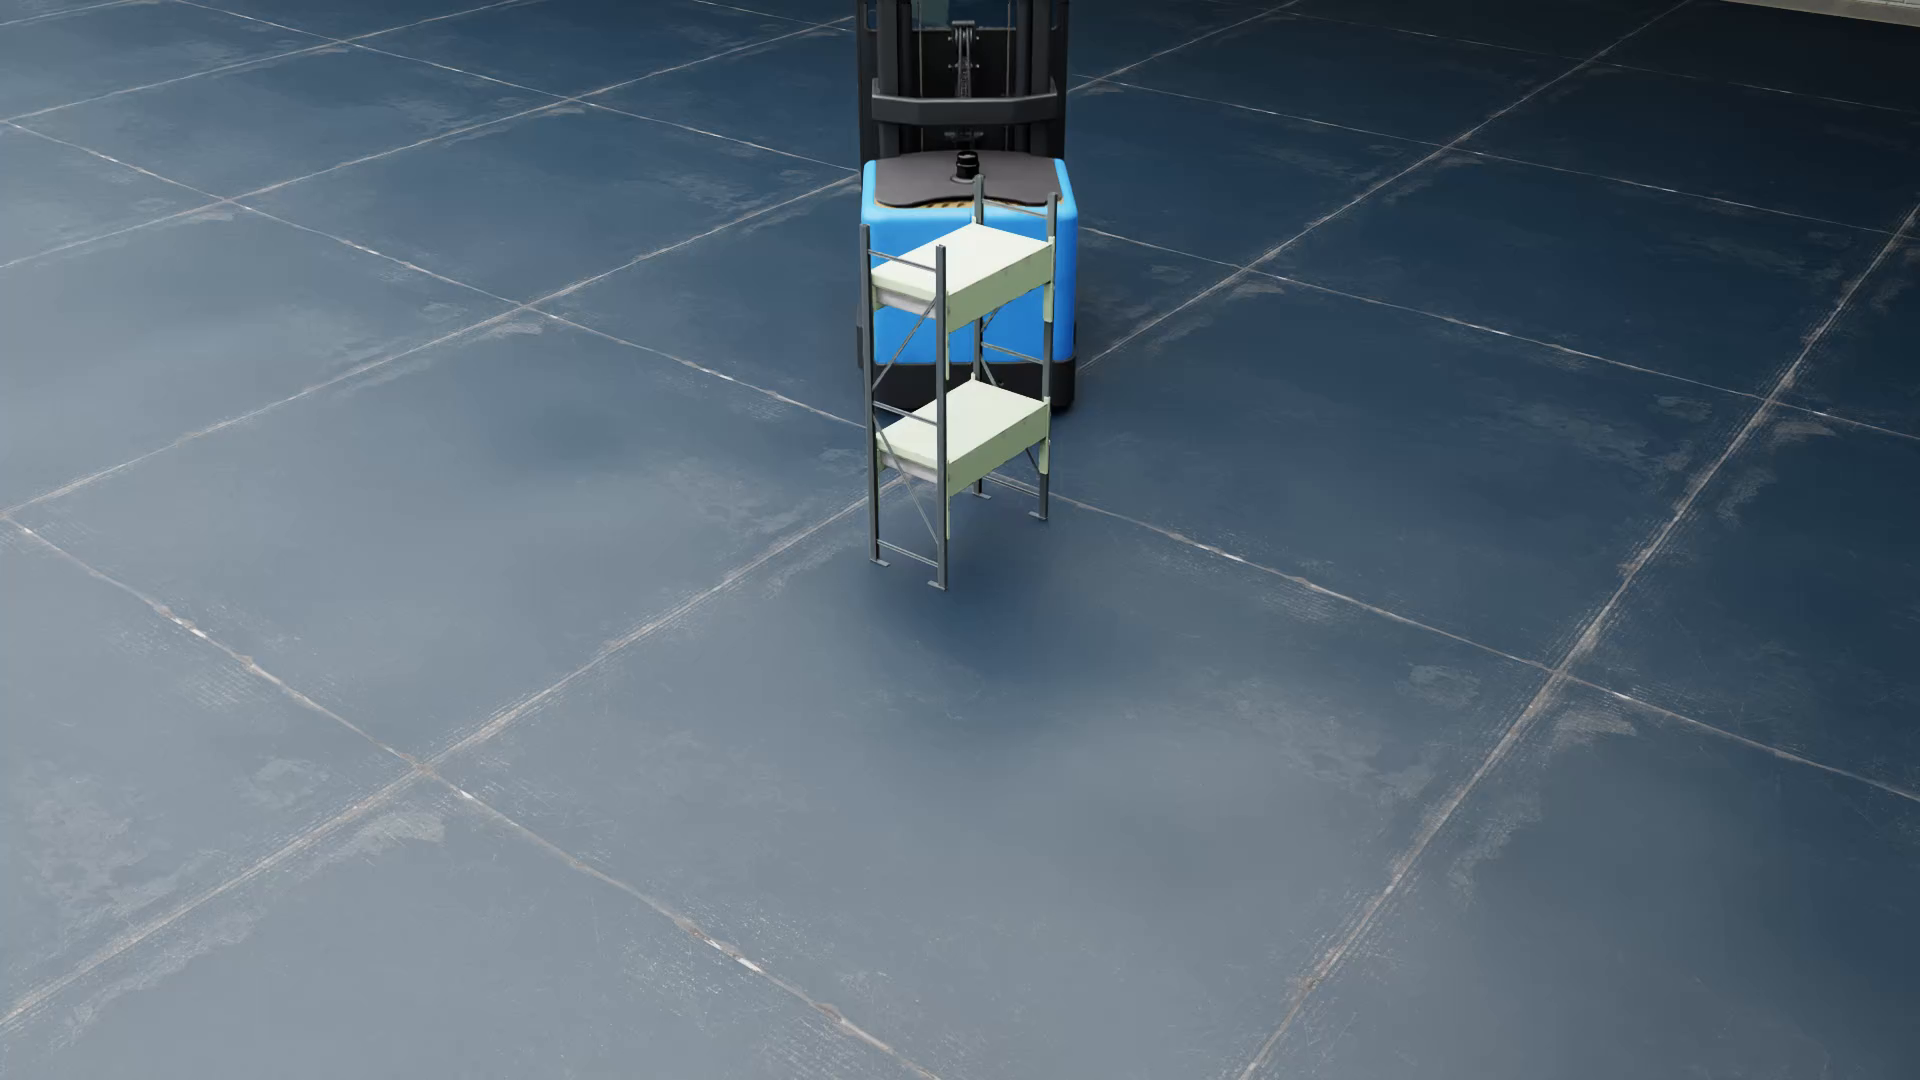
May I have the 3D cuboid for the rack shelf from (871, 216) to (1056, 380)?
[{"bbox_3d":[0.004,-0.984,6.673,0.431,0.370,0.720,21,37,31],"label":"rack shelf"}]

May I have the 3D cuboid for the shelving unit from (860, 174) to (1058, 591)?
[{"bbox_3d":[0.004,-0.648,6.872,0.431,1.500,0.755,21,37,31],"label":"shelving unit"}]

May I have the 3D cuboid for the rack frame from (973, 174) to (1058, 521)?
[{"bbox_3d":[0.225,-0.797,7.123,0.400,1.500,0.023,21,37,31],"label":"rack frame"}]

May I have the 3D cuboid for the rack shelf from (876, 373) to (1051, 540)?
[{"bbox_3d":[0.004,-0.367,7.038,0.431,0.370,0.720,21,37,31],"label":"rack shelf"}]

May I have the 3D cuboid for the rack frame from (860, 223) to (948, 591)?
[{"bbox_3d":[-0.217,-0.499,6.621,0.400,1.500,0.023,21,37,31],"label":"rack frame"}]

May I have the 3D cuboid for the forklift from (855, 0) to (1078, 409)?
[{"bbox_3d":[0.002,-2.623,8.802,1.130,2.935,3.031,-1,31,-2],"label":"forklift"}]
